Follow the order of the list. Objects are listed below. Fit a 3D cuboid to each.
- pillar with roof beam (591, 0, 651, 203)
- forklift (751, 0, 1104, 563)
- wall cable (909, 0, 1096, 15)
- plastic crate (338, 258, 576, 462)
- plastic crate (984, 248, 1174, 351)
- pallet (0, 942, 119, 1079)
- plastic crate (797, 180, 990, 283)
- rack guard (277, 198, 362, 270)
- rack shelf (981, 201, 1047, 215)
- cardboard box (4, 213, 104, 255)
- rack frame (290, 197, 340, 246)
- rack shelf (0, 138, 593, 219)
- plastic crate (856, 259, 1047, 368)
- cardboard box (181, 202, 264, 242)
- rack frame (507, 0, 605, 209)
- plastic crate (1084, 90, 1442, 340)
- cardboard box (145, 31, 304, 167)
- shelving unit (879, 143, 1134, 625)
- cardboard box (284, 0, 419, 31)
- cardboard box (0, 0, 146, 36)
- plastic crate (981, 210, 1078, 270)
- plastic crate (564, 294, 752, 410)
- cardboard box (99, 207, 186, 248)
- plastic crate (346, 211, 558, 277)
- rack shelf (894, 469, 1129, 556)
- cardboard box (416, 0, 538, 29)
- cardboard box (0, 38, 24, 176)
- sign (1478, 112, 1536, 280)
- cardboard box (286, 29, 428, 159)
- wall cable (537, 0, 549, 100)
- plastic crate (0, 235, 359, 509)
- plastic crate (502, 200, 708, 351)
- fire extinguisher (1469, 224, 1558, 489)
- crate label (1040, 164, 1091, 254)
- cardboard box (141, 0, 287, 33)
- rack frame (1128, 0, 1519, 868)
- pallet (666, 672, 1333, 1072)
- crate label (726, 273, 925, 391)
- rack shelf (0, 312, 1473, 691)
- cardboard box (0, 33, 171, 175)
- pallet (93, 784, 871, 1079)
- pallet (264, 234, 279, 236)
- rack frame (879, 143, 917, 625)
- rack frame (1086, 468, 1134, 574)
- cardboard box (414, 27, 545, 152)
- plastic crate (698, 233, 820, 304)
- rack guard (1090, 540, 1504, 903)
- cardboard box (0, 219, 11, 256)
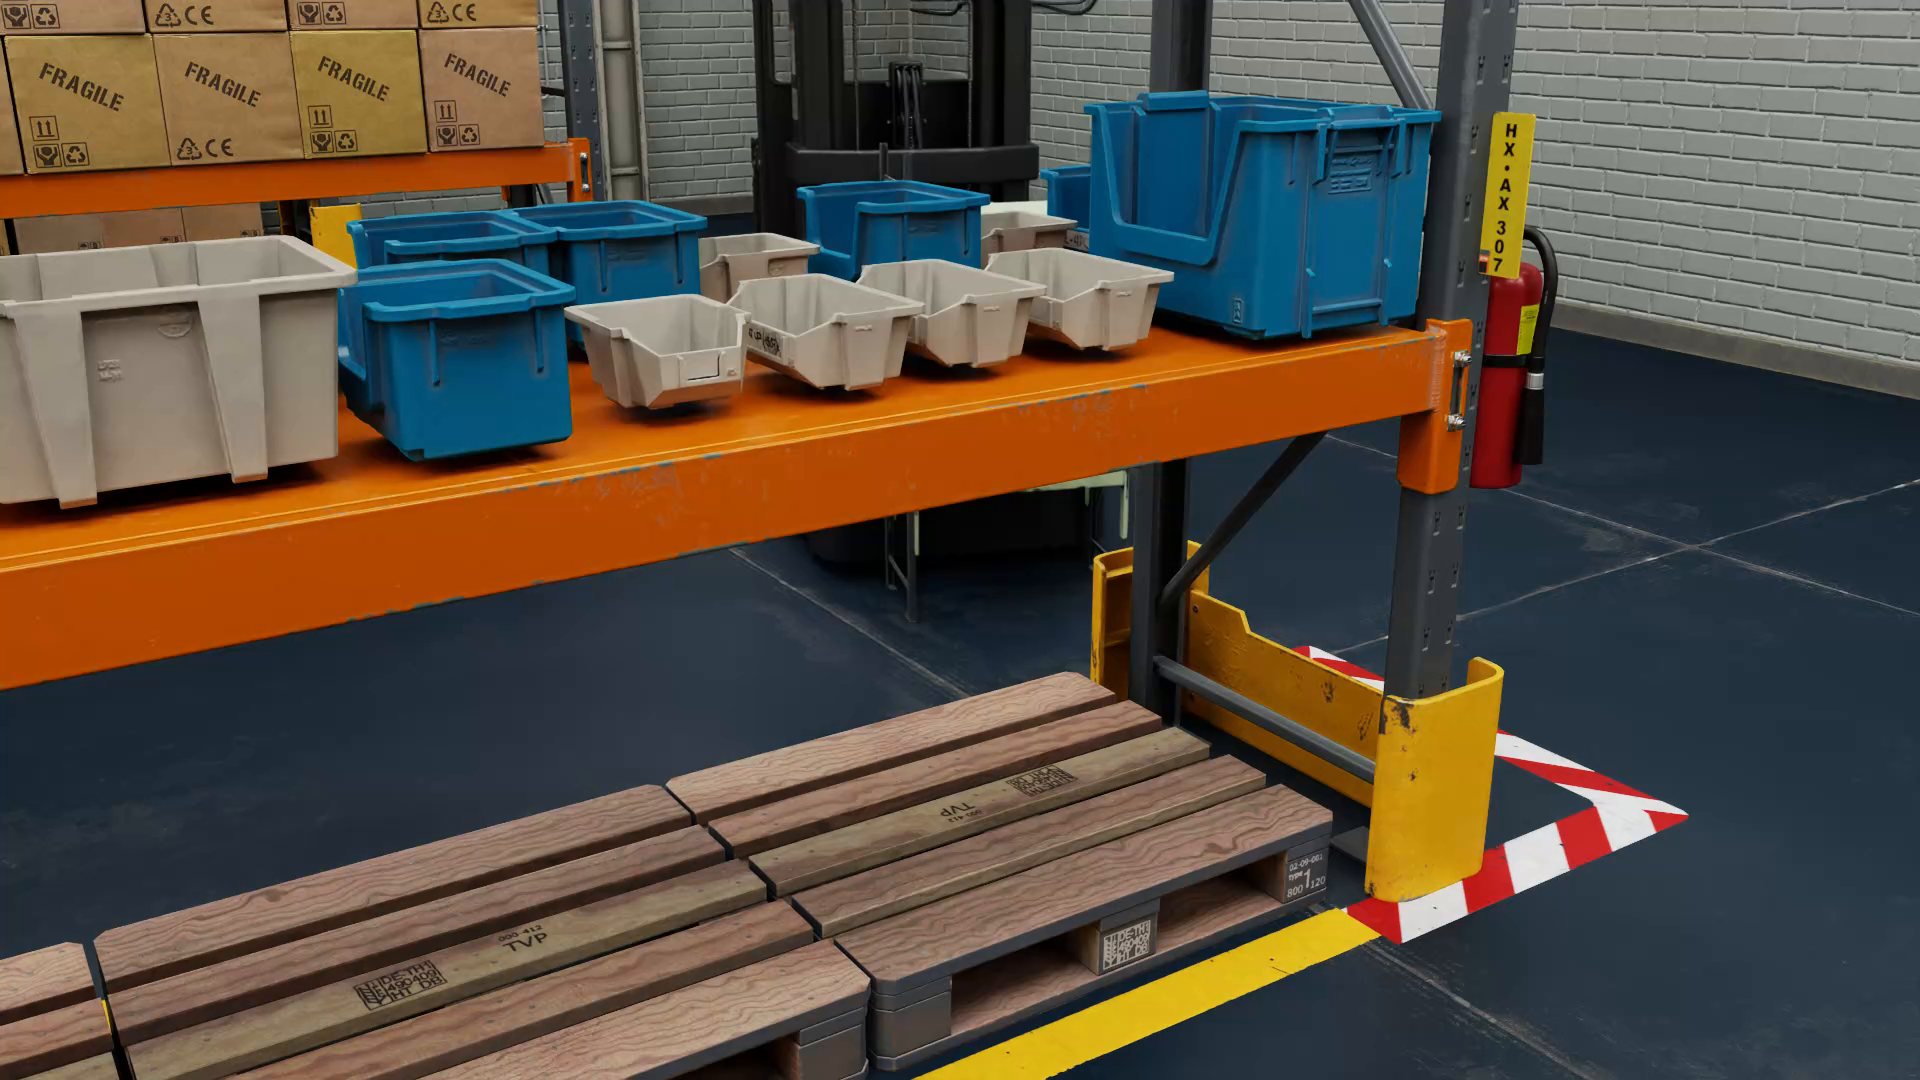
[{"bbox_3d":[-0.512,-5.811,9.383,0.400,9.000,9.100,-12,22,-31],"label":"pillar with roof beam"},{"bbox_3d":[-0.316,-1.745,6.829,1.130,2.935,3.031,-4,19,-13],"label":"forklift"},{"bbox_3d":[0.261,-5.685,13.859,0.112,2.526,3.097,-12,22,-31],"label":"wall cable"},{"bbox_3d":[-0.784,-0.282,2.564,0.300,0.233,0.416,-12,22,-31],"label":"plastic crate"},{"bbox_3d":[0.208,-0.475,3.284,0.243,0.136,0.396,-12,22,-31],"label":"plastic crate"},{"bbox_3d":[-1.958,1.122,2.596,1.213,0.211,1.003,-12,22,-31],"label":"pallet"},{"bbox_3d":[-0.147,-0.641,3.626,0.300,0.233,0.416,-12,22,-31],"label":"plastic crate"},{"bbox_3d":[-4.639,-2.234,12.071,0.348,0.500,1.175,-12,22,-31],"label":"rack guard"},{"bbox_3d":[0.155,-0.895,5.331,0.720,0.370,0.431,-5,19,-13],"label":"rack shelf"},{"bbox_3d":[-6.026,-2.101,11.024,0.500,0.500,0.700,-13,22,-33],"label":"cardboard box"},{"bbox_3d":[-4.659,-3.414,11.658,0.127,3.000,1.000,-12,22,-31],"label":"rack frame"},{"bbox_3d":[-3.602,-1.396,6.814,4.000,0.370,1.077,-12,22,-31],"label":"rack shelf"},{"bbox_3d":[-0.042,-0.428,3.145,0.243,0.136,0.396,-12,22,-31],"label":"plastic crate"},{"bbox_3d":[-5.188,-2.278,11.548,0.500,0.500,0.700,-12,22,-31],"label":"cardboard box"},{"bbox_3d":[-1.931,-2.089,7.741,0.127,3.000,1.000,-12,22,-31],"label":"rack frame"},{"bbox_3d":[0.613,-0.700,3.482,0.499,0.435,0.616,-12,22,-31],"label":"plastic crate"},{"bbox_3d":[-3.007,-1.806,6.748,0.500,0.500,0.500,-12,22,-31],"label":"cardboard box"},{"bbox_3d":[0.155,-0.525,5.456,0.755,1.500,0.431,-5,19,-13],"label":"shelving unit"},{"bbox_3d":[-2.573,-2.369,6.851,0.500,0.500,0.500,-11,22,-30],"label":"cardboard box"},{"bbox_3d":[-3.433,-2.186,6.310,0.500,0.500,0.500,-11,22,-30],"label":"cardboard box"},{"bbox_3d":[0.089,-0.677,3.883,0.298,0.136,0.250,-12,22,-31],"label":"plastic crate"},{"bbox_3d":[-0.498,-0.315,2.812,0.250,0.136,0.298,-12,22,-31],"label":"plastic crate"},{"bbox_3d":[-5.606,-2.190,11.287,0.500,0.500,0.700,-12,22,-32],"label":"cardboard box"},{"bbox_3d":[-0.948,-0.473,3.127,0.300,0.233,0.416,-12,22,-31],"label":"plastic crate"},{"bbox_3d":[0.155,-0.216,5.560,0.720,0.370,0.431,-5,19,-13],"label":"rack shelf"},{"bbox_3d":[-2.152,-2.458,7.115,0.500,0.500,0.500,-12,22,-32],"label":"cardboard box"},{"bbox_3d":[-3.851,-1.627,6.219,0.500,0.500,0.500,-12,22,-32],"label":"cardboard box"},{"bbox_3d":[1.106,-0.697,3.367,0.005,0.325,0.100,-12,22,-31],"label":"sign"},{"bbox_3d":[-2.587,-1.893,7.003,0.500,0.500,0.500,-12,22,-31],"label":"cardboard box"},{"bbox_3d":[-4.110,-4.373,12.911,1.851,1.984,0.084,-12,22,-31],"label":"wall cable"},{"bbox_3d":[-1.174,-0.251,2.395,0.530,0.282,0.437,-12,22,-31],"label":"plastic crate"},{"bbox_3d":[-0.697,-0.525,3.283,0.300,0.233,0.416,-12,22,-31],"label":"plastic crate"},{"bbox_3d":[1.166,-0.455,3.611,0.183,0.674,0.296,-12,22,-31],"label":"fire extinguisher"},{"bbox_3d":[0.403,-0.757,3.969,0.303,0.233,0.416,-12,22,-31],"label":"crate label"},{"bbox_3d":[-3.004,-2.277,6.578,0.500,0.500,0.500,-11,22,-30],"label":"cardboard box"},{"bbox_3d":[0.790,-0.764,3.820,0.127,3.000,1.000,-12,22,-31],"label":"rack frame"},{"bbox_3d":[0.080,0.692,3.868,1.213,0.211,1.003,-12,22,-31],"label":"pallet"},{"bbox_3d":[-0.261,-0.372,2.980,0.243,0.136,0.396,-12,22,-31],"label":"crate label"},{"bbox_3d":[-0.880,-0.071,2.893,4.000,0.370,1.077,-12,22,-31],"label":"rack shelf"},{"bbox_3d":[-3.428,-1.717,6.485,0.500,0.500,0.500,-12,22,-32],"label":"cardboard box"},{"bbox_3d":[-0.938,0.906,3.236,1.213,0.211,1.003,-12,22,-31],"label":"pallet"},{"bbox_3d":[-5.284,-1.931,11.626,1.213,0.211,1.003,-12,22,-31],"label":"pallet"},{"bbox_3d":[-0.200,-0.497,5.373,0.023,1.500,0.400,-5,19,-13],"label":"rack frame"},{"bbox_3d":[0.511,-0.553,5.539,0.023,1.500,0.400,-5,19,-13],"label":"rack frame"},{"bbox_3d":[-2.156,-1.985,7.276,0.500,0.500,0.500,-11,22,-30],"label":"cardboard box"},{"bbox_3d":[-0.477,-0.558,3.529,0.298,0.136,0.250,-12,22,-31],"label":"plastic crate"},{"bbox_3d":[0.803,0.413,4.243,0.348,0.500,1.175,-12,22,-31],"label":"rack guard"},{"bbox_3d":[-6.467,-2.005,10.741,0.500,0.500,0.700,-11,22,-30],"label":"cardboard box"}]
